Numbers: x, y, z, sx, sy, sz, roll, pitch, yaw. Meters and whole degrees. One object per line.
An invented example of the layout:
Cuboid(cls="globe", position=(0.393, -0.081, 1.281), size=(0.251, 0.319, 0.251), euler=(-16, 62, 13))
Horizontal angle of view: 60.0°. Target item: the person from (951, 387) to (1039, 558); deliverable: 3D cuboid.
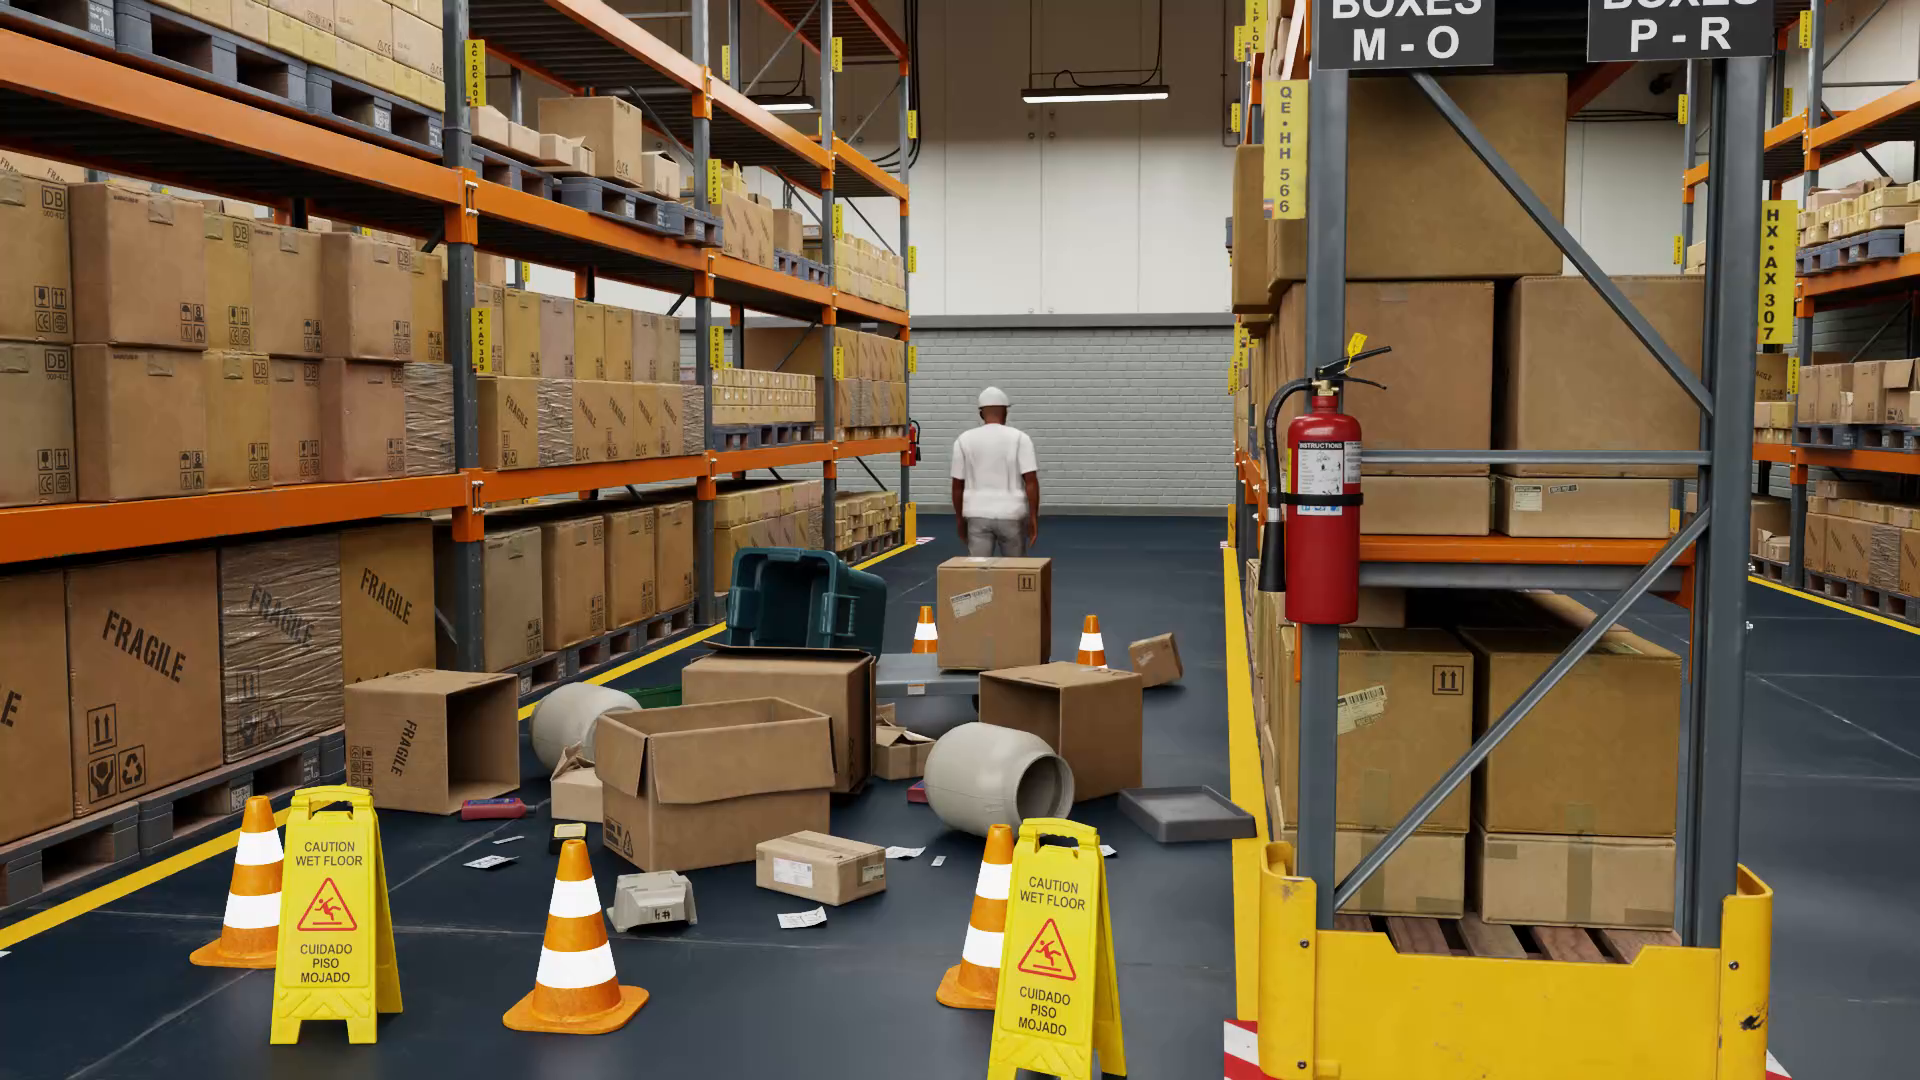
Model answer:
Cuboid(cls="person", position=(0.227, -0.091, 10.913), size=(0.598, 1.825, 0.703), euler=(1, 4, 7))
